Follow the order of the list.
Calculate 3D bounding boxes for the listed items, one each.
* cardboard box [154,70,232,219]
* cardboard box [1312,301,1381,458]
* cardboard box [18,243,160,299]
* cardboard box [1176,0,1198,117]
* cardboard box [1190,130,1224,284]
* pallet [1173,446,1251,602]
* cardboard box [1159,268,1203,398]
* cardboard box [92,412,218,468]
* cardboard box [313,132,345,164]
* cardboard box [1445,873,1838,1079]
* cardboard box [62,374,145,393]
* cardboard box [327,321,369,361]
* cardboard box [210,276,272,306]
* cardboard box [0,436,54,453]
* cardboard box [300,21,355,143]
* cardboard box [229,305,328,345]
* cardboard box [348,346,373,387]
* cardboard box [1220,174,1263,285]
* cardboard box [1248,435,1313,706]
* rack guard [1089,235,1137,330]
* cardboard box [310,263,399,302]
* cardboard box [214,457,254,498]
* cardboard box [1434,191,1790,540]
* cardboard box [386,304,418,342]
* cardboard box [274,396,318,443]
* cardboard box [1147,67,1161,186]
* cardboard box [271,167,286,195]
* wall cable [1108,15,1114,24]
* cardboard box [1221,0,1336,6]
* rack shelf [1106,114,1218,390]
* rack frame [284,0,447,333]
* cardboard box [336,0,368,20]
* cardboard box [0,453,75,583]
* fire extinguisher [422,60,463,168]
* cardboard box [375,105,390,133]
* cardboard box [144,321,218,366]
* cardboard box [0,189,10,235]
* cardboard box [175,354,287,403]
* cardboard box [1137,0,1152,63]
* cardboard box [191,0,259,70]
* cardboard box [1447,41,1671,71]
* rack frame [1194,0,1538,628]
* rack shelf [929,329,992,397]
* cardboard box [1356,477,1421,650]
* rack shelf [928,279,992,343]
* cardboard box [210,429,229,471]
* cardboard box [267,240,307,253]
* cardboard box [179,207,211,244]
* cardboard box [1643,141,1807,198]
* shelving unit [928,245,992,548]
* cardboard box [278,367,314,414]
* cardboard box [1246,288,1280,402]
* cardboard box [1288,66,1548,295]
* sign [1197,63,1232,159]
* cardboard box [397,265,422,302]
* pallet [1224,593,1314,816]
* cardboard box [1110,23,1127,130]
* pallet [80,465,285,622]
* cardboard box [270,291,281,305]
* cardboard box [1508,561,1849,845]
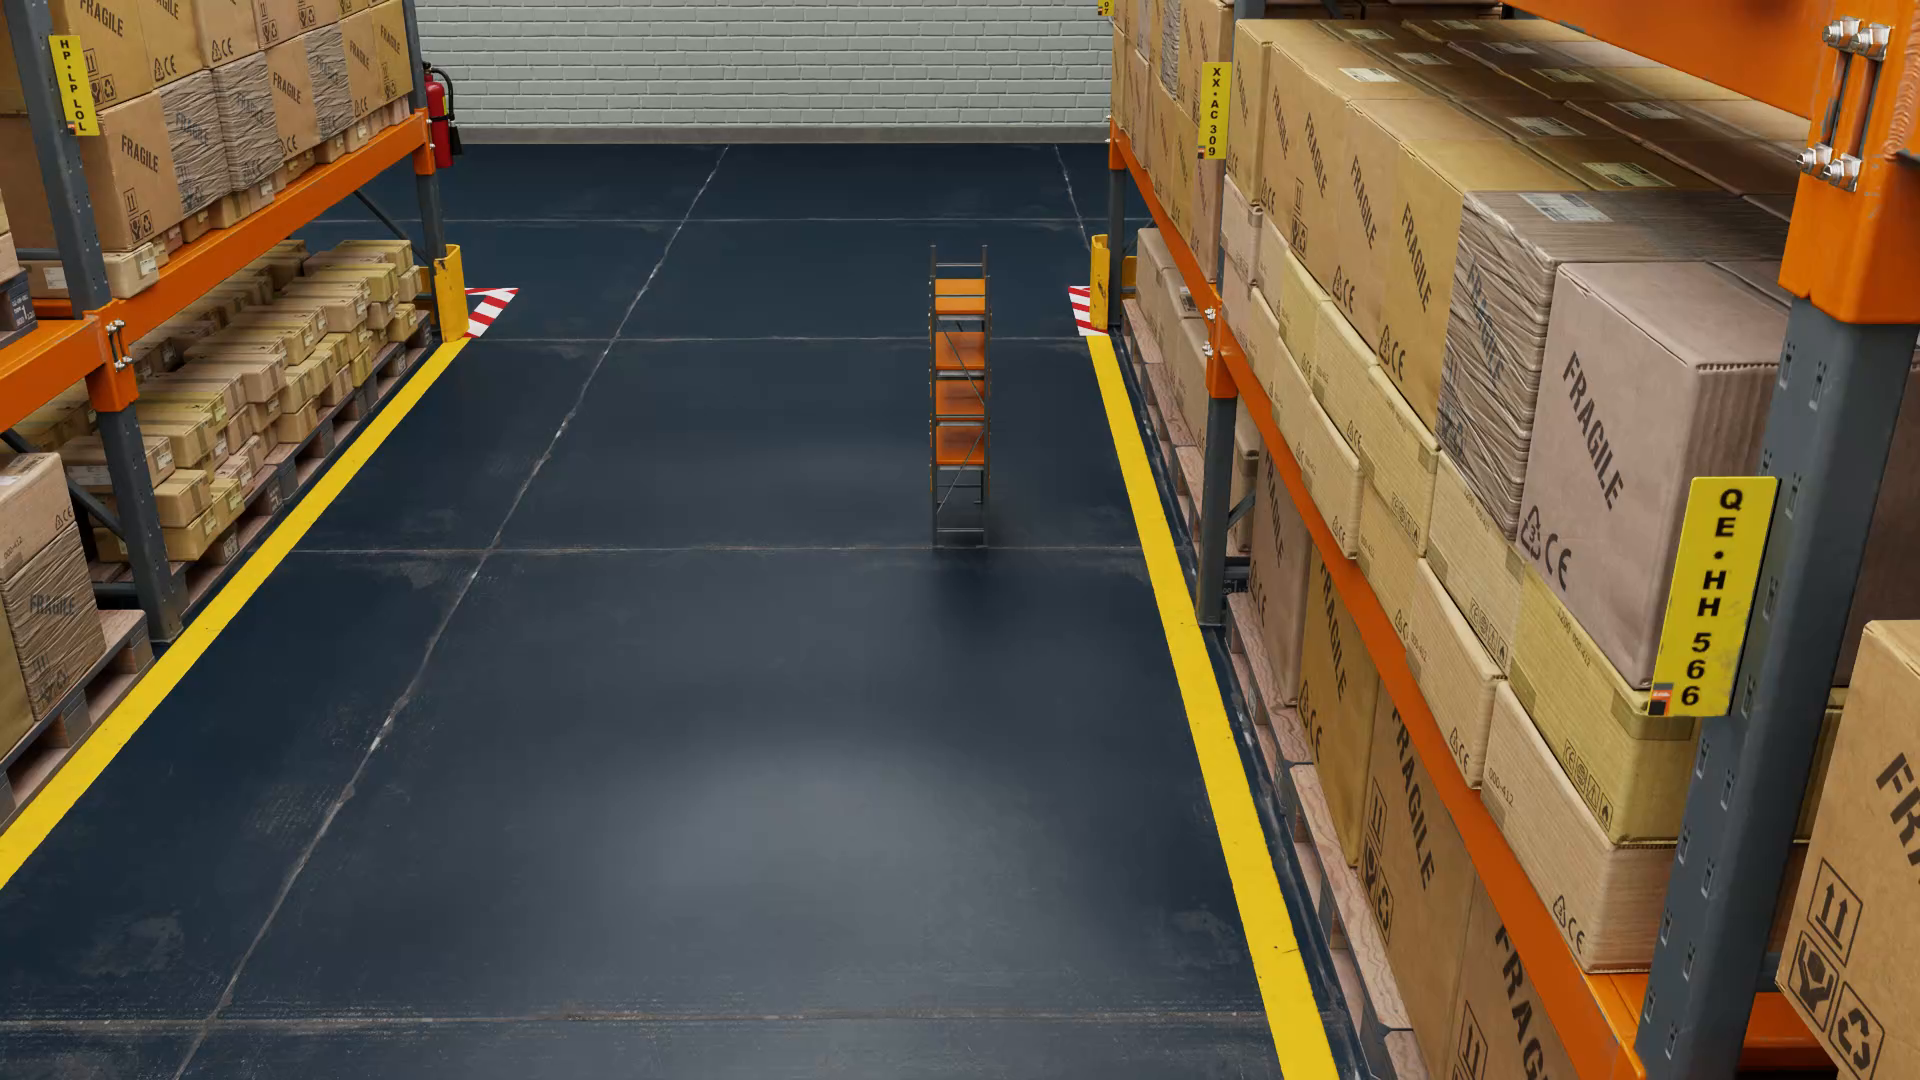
[{"bbox_3d":[-3.283,-1.577,6.614,0.500,0.500,0.500,0,24,-1],"label":"cardboard box"},{"bbox_3d":[1.175,-0.396,4.061,0.500,0.250,0.500,-1,24,-2],"label":"cardboard box"},{"bbox_3d":[-3.193,-0.990,6.104,0.380,0.149,0.250,1,24,1],"label":"cardboard box"},{"bbox_3d":[1.153,-1.954,6.595,0.500,0.500,0.500,-1,24,-1],"label":"cardboard box"},{"bbox_3d":[1.171,-1.286,6.332,0.500,0.500,0.500,0,24,0],"label":"cardboard box"},{"bbox_3d":[1.502,-0.094,7.201,1.003,0.211,1.213,0,24,-1],"label":"pallet"},{"bbox_3d":[1.514,-1.074,8.584,0.875,0.438,0.875,0,24,1],"label":"cardboard box"},{"bbox_3d":[-3.257,-0.407,6.737,0.380,0.149,0.250,1,24,2],"label":"cardboard box"},{"bbox_3d":[-3.292,-1.968,8.265,0.380,0.149,0.250,-1,24,-3],"label":"cardboard box"},{"bbox_3d":[1.551,1.090,3.270,0.875,0.875,0.875,0,24,-1],"label":"cardboard box"},{"bbox_3d":[-3.758,-0.610,7.187,0.380,0.149,0.250,1,24,1],"label":"cardboard box"},{"bbox_3d":[-3.244,-1.019,8.452,0.380,0.149,0.250,0,24,0],"label":"cardboard box"},{"bbox_3d":[-3.811,-1.261,8.627,0.380,0.149,0.250,-1,24,-3],"label":"cardboard box"},{"bbox_3d":[-3.781,-0.295,6.491,0.380,0.149,0.250,0,24,1],"label":"cardboard box"},{"bbox_3d":[-3.283,-2.211,8.016,0.500,0.500,0.500,0,24,0],"label":"cardboard box"},{"bbox_3d":[-3.336,-1.045,8.148,0.380,0.149,0.250,-1,24,-2],"label":"cardboard box"},{"bbox_3d":[-3.244,-0.890,8.528,0.380,0.149,0.250,-1,24,-3],"label":"cardboard box"},{"bbox_3d":[1.154,-1.027,5.457,0.500,0.250,0.500,-1,24,-2],"label":"cardboard box"},{"bbox_3d":[1.518,-0.019,5.720,0.875,0.875,0.875,0,24,1],"label":"cardboard box"},{"bbox_3d":[1.388,-1.570,10.114,1.175,0.500,0.348,0,24,-1],"label":"rack guard"},{"bbox_3d":[-3.226,-1.371,8.870,0.380,0.149,0.250,-1,24,-2],"label":"cardboard box"},{"bbox_3d":[-3.257,-0.242,7.096,0.380,0.149,0.250,0,24,-1],"label":"cardboard box"},{"bbox_3d":[1.194,-0.327,2.997,0.500,0.500,0.500,0,24,0],"label":"cardboard box"},{"bbox_3d":[-3.242,-1.206,9.226,0.380,0.149,0.250,0,24,1],"label":"cardboard box"},{"bbox_3d":[-3.254,-0.565,7.809,0.380,0.149,0.250,-1,24,-2],"label":"cardboard box"},{"bbox_3d":[1.149,-1.921,7.736,0.500,0.500,0.500,1,24,1],"label":"cardboard box"},{"bbox_3d":[-3.305,-1.643,7.547,0.380,0.149,0.250,1,24,1],"label":"cardboard box"},{"bbox_3d":[1.303,-5.499,14.498,0.585,1.953,0.123,0,24,-1],"label":"wall cable"},{"bbox_3d":[1.110,-1.973,5.850,0.380,0.149,0.250,-1,24,-2],"label":"cardboard box"},{"bbox_3d":[1.410,-1.547,7.903,1.077,0.370,4.000,0,24,-1],"label":"rack shelf"},{"bbox_3d":[-3.561,-2.635,9.436,1.000,3.000,0.127,0,24,-1],"label":"rack frame"},{"bbox_3d":[-3.301,-2.875,8.271,0.500,0.500,0.500,-1,24,-2],"label":"cardboard box"},{"bbox_3d":[-3.256,-0.075,5.389,0.500,0.250,0.500,-1,24,-2],"label":"cardboard box"},{"bbox_3d":[-3.102,-2.535,9.762,0.296,0.674,0.183,0,24,-1],"label":"fire extinguisher"},{"bbox_3d":[-3.309,-2.285,8.966,0.380,0.149,0.250,0,24,-1],"label":"cardboard box"},{"bbox_3d":[-3.762,-0.935,7.906,0.380,0.149,0.250,0,24,0],"label":"cardboard box"},{"bbox_3d":[-3.315,-1.036,5.335,0.380,0.149,0.250,0,24,1],"label":"cardboard box"},{"bbox_3d":[-3.256,-0.723,7.437,0.380,0.149,0.250,0,24,1],"label":"cardboard box"},{"bbox_3d":[1.134,-2.576,7.970,0.500,0.500,0.500,0,24,-1],"label":"cardboard box"},{"bbox_3d":[-3.274,-2.231,6.848,0.500,0.500,0.500,0,24,0],"label":"cardboard box"},{"bbox_3d":[1.701,-1.155,4.830,0.500,0.500,0.500,0,24,0],"label":"cardboard box"},{"bbox_3d":[1.432,-1.050,5.932,1.000,3.000,0.127,0,24,-1],"label":"rack frame"},{"bbox_3d":[-0.002,-0.757,7.089,0.258,0.148,0.480,0,24,-1],"label":"rack shelf"},{"bbox_3d":[1.199,0.041,3.701,0.500,0.250,0.500,0,24,-1],"label":"cardboard box"},{"bbox_3d":[-0.002,-0.973,6.992,0.258,0.148,0.480,0,24,-1],"label":"rack shelf"},{"bbox_3d":[-3.332,-0.369,7.016,0.380,0.149,0.250,0,24,-1],"label":"cardboard box"},{"bbox_3d":[-3.895,-1.581,9.333,0.380,0.149,0.250,-1,24,-3],"label":"cardboard box"},{"bbox_3d":[-3.323,-1.318,6.829,0.380,0.149,0.250,-1,24,-3],"label":"cardboard box"},{"bbox_3d":[1.709,-0.525,3.437,0.500,0.500,0.500,0,24,1],"label":"cardboard box"},{"bbox_3d":[-0.002,-0.615,7.154,0.258,1.200,0.503,0,24,-1],"label":"shelving unit"},{"bbox_3d":[-3.251,-0.698,7.743,0.380,0.149,0.250,0,24,-1],"label":"cardboard box"},{"bbox_3d":[1.180,-0.586,5.088,0.500,0.250,0.500,-1,24,-2],"label":"cardboard box"},{"bbox_3d":[1.185,-0.953,4.382,0.500,0.500,0.500,-1,24,-2],"label":"cardboard box"},{"bbox_3d":[0.877,-1.478,5.731,0.100,0.325,0.005,0,24,-1],"label":"sign"},{"bbox_3d":[-3.269,-1.446,9.397,0.380,0.149,0.250,-1,24,-2],"label":"cardboard box"},{"bbox_3d":[1.515,0.538,5.805,1.003,0.211,1.213,0,24,-1],"label":"pallet"},{"bbox_3d":[1.106,-2.545,9.116,0.500,0.500,0.500,0,24,-1],"label":"cardboard box"},{"bbox_3d":[-3.560,0.007,6.977,1.003,0.211,1.213,0,24,-1],"label":"pallet"},{"bbox_3d":[-3.774,-1.232,8.923,0.380,0.149,0.250,0,24,0],"label":"cardboard box"},{"bbox_3d":[1.216,0.240,2.655,0.500,0.250,0.500,0,24,-1],"label":"cardboard box"}]
